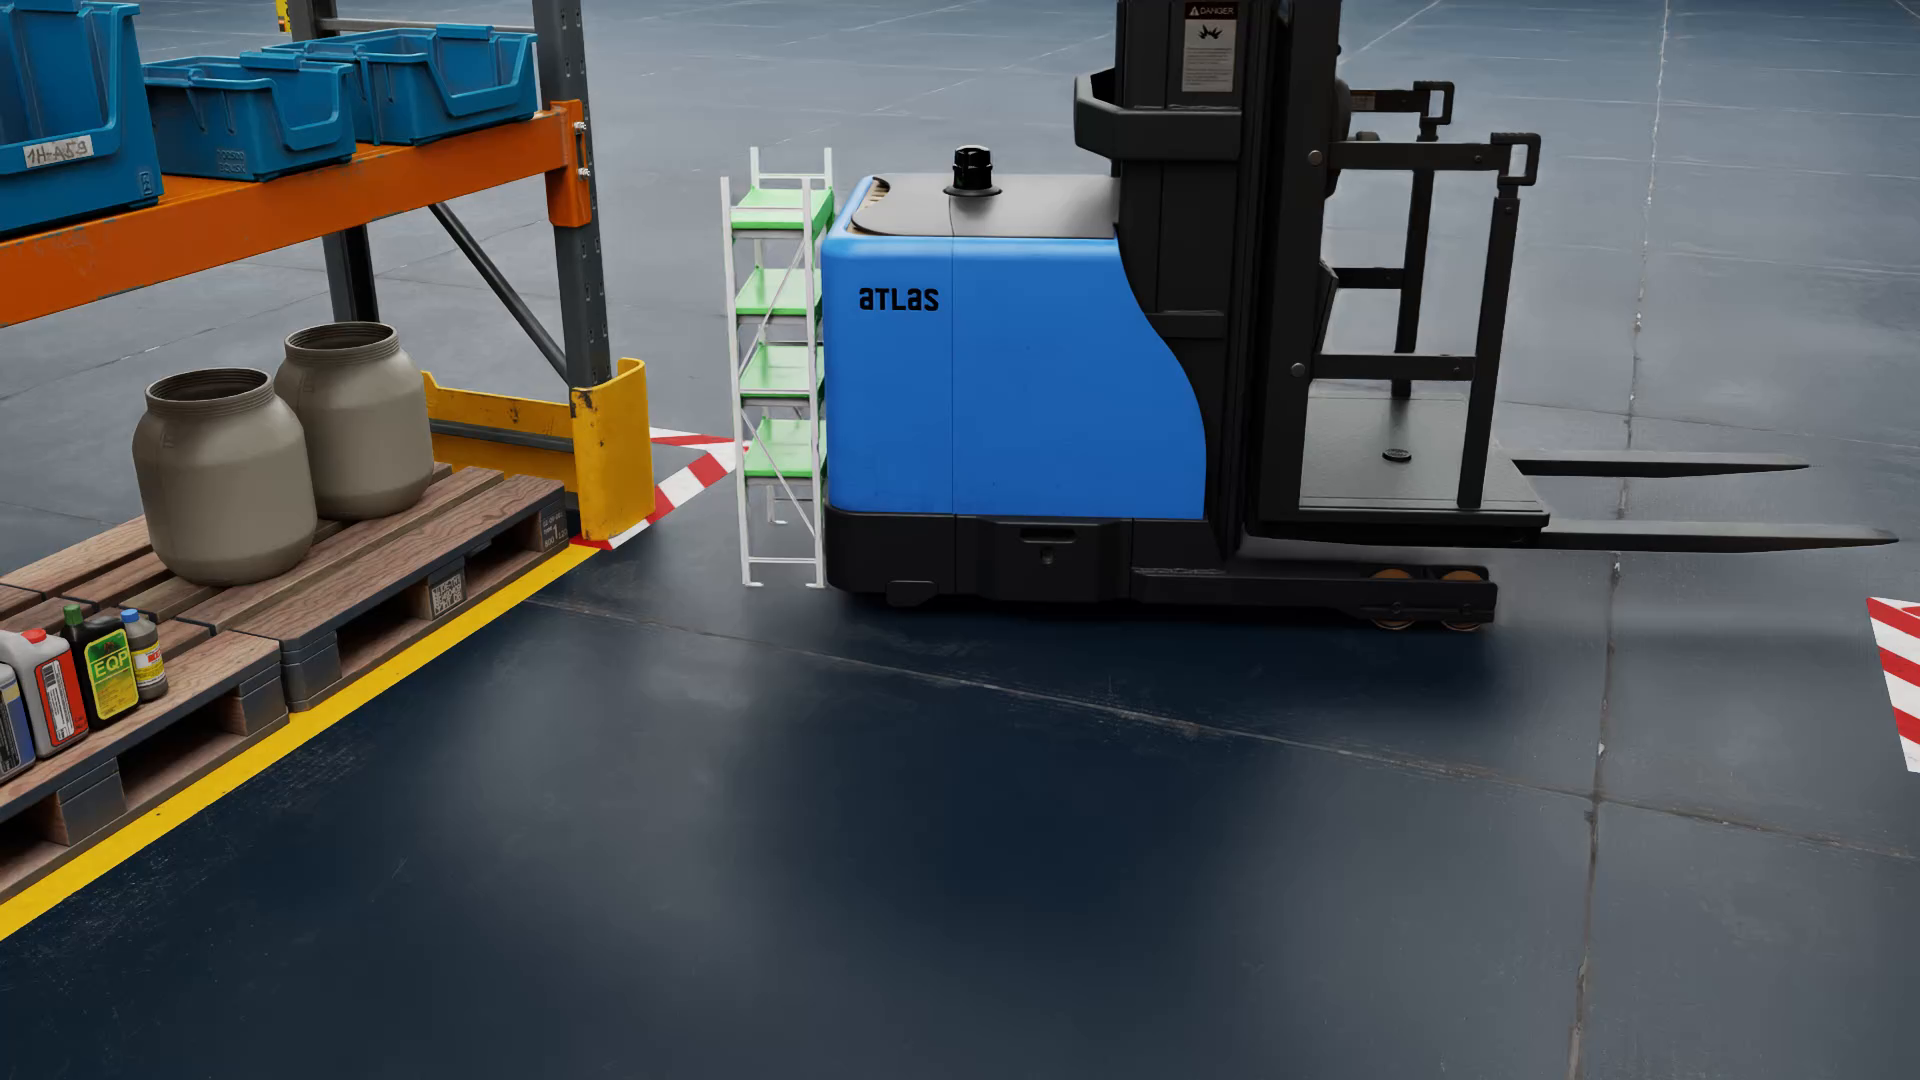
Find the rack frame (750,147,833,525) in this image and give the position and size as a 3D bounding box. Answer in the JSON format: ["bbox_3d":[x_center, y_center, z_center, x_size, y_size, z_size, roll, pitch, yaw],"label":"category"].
[{"bbox_3d":[-0.499,-0.605,5.141,0.240,1.200,0.015,1,23,2],"label":"rack frame"}]

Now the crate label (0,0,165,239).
[{"bbox_3d":[-2.039,-0.871,3.397,0.502,0.435,0.616,9,24,20],"label":"crate label"}]

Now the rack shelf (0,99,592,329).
[{"bbox_3d":[-2.350,-0.504,3.499,1.077,0.370,4.000,9,24,20],"label":"rack shelf"}]

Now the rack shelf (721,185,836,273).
[{"bbox_3d":[-0.511,-0.895,4.756,0.258,0.148,0.480,1,23,2],"label":"rack shelf"}]

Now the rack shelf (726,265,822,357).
[{"bbox_3d":[-0.511,-0.673,4.848,0.258,0.148,0.480,1,23,2],"label":"rack shelf"}]

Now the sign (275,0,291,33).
[{"bbox_3d":[-2.116,-1.760,5.213,0.100,0.325,0.005,9,24,20],"label":"sign"}]

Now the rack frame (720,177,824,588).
[{"bbox_3d":[-0.522,-0.417,4.691,0.240,1.200,0.015,1,23,2],"label":"rack frame"}]

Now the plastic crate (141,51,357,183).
[{"bbox_3d":[-1.762,-1.030,4.017,0.499,0.251,0.408,9,24,20],"label":"plastic crate"}]

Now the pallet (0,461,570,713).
[{"bbox_3d":[-1.898,0.059,4.836,1.003,0.211,1.213,9,24,20],"label":"pallet"}]

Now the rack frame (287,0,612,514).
[{"bbox_3d":[-1.607,-1.552,5.074,1.000,3.000,0.127,9,24,20],"label":"rack frame"}]

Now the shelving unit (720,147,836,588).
[{"bbox_3d":[-0.511,-0.511,4.916,0.258,1.200,0.503,1,23,2],"label":"shelving unit"}]

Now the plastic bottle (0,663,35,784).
[{"bbox_3d":[-2.053,0.358,3.465,0.152,0.276,0.135,8,24,19],"label":"plastic bottle"}]

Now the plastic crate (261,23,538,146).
[{"bbox_3d":[-1.515,-1.261,4.571,0.499,0.251,0.616,9,24,20],"label":"plastic crate"}]

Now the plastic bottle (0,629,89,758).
[{"bbox_3d":[-2.001,0.308,3.584,0.152,0.276,0.135,9,24,20],"label":"plastic bottle"}]

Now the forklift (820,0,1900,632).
[{"bbox_3d":[1.150,-1.308,4.579,3.031,2.935,1.130,1,23,3],"label":"forklift"}]

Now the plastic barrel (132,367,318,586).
[{"bbox_3d":[-1.967,-0.172,4.453,0.421,0.512,0.421,0,23,0],"label":"plastic barrel"}]

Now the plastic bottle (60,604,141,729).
[{"bbox_3d":[-1.909,0.263,3.683,0.061,0.283,0.133,9,24,21],"label":"plastic bottle"}]

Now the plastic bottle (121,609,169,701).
[{"bbox_3d":[-1.882,0.256,3.805,0.097,0.201,0.097,0,23,0],"label":"plastic bottle"}]

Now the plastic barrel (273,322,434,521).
[{"bbox_3d":[-1.780,-0.351,4.882,0.421,0.512,0.421,0,23,0],"label":"plastic barrel"}]

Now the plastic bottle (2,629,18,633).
[{"bbox_3d":[-2.100,0.290,3.618,0.061,0.283,0.133,9,24,20],"label":"plastic bottle"}]

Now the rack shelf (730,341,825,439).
[{"bbox_3d":[-0.511,-0.452,4.941,0.258,0.148,0.480,1,23,2],"label":"rack shelf"}]

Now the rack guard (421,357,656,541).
[{"bbox_3d":[-1.591,-0.365,5.474,1.175,0.500,0.348,9,24,20],"label":"rack guard"}]

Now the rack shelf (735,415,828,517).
[{"bbox_3d":[-0.511,-0.230,5.033,0.258,0.148,0.480,1,23,2],"label":"rack shelf"}]

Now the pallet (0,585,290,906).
[{"bbox_3d":[-2.353,0.494,3.794,1.003,0.211,1.213,9,24,20],"label":"pallet"}]
